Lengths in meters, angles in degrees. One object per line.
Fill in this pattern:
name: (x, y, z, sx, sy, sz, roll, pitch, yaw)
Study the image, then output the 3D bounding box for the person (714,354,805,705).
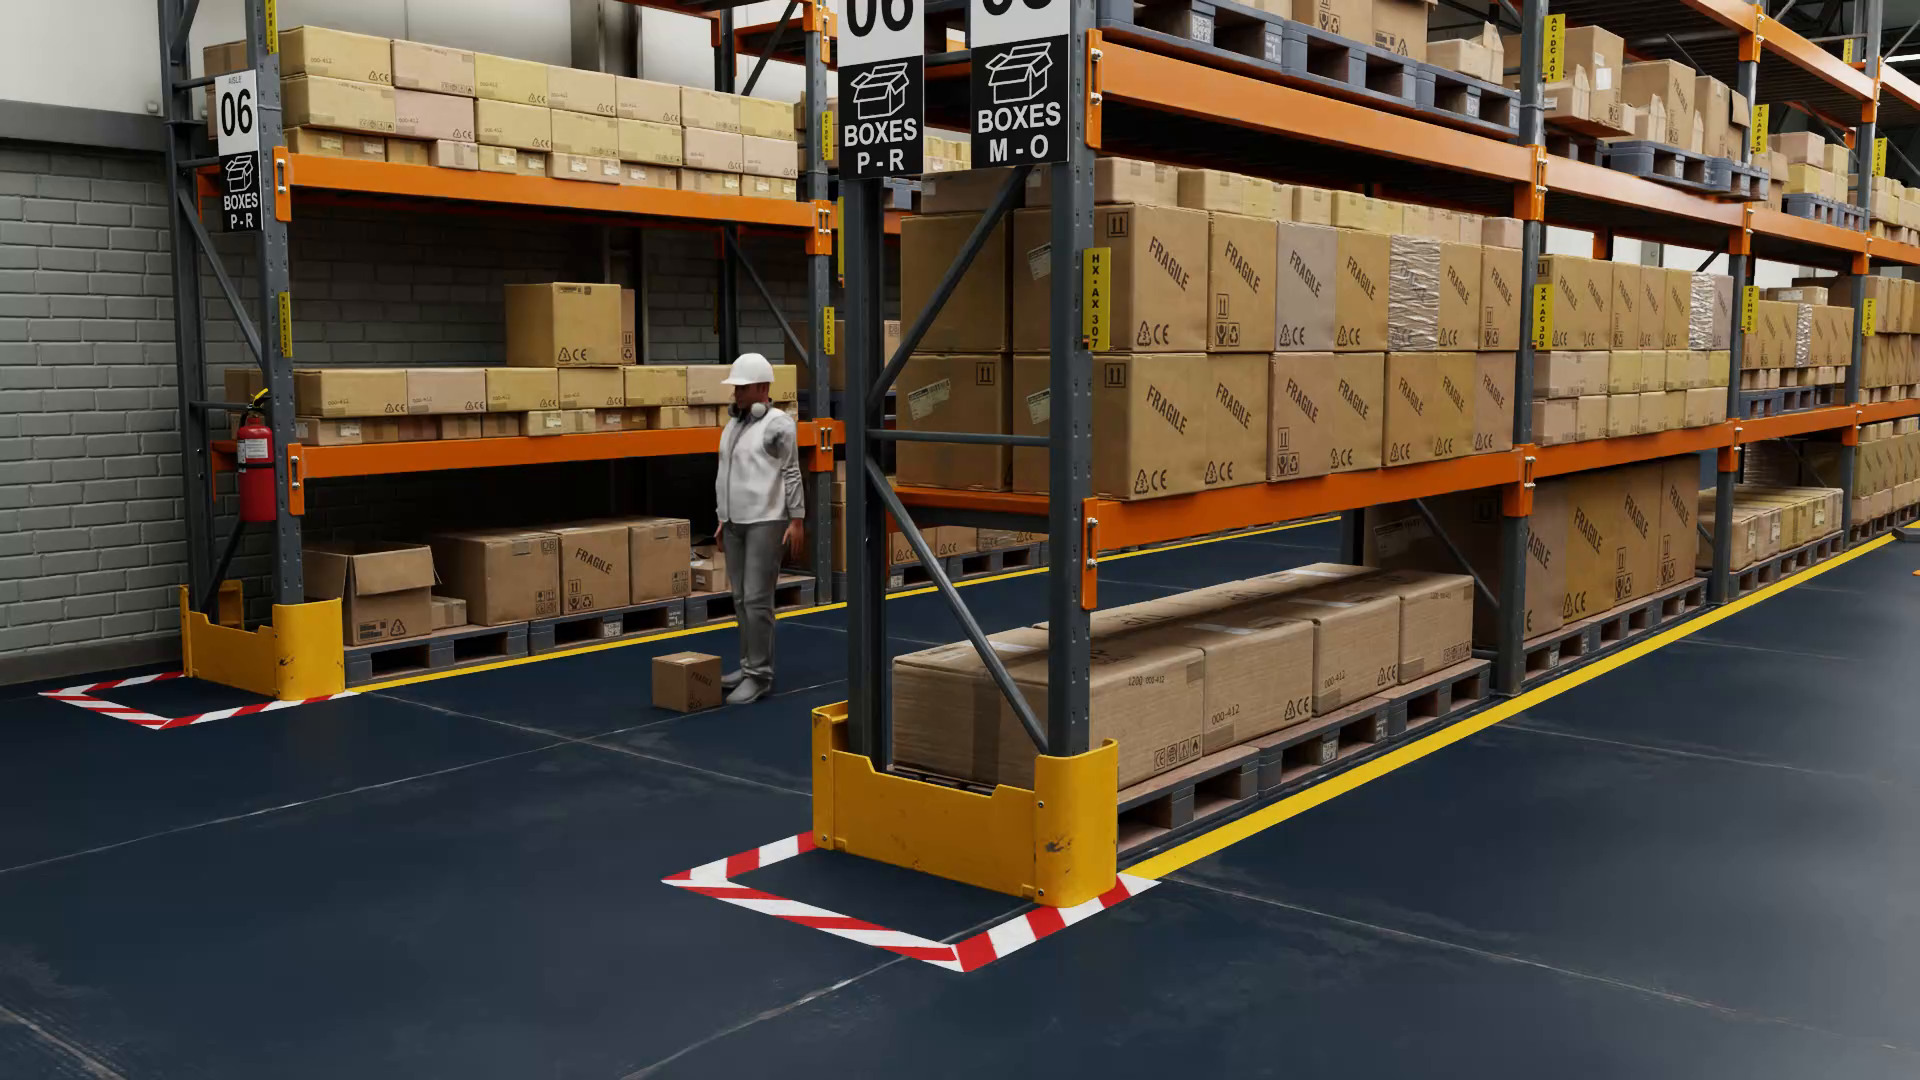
person: (-1.138, -0.074, 8.715, 0.600, 1.794, 0.516, 6, 9, 44)
